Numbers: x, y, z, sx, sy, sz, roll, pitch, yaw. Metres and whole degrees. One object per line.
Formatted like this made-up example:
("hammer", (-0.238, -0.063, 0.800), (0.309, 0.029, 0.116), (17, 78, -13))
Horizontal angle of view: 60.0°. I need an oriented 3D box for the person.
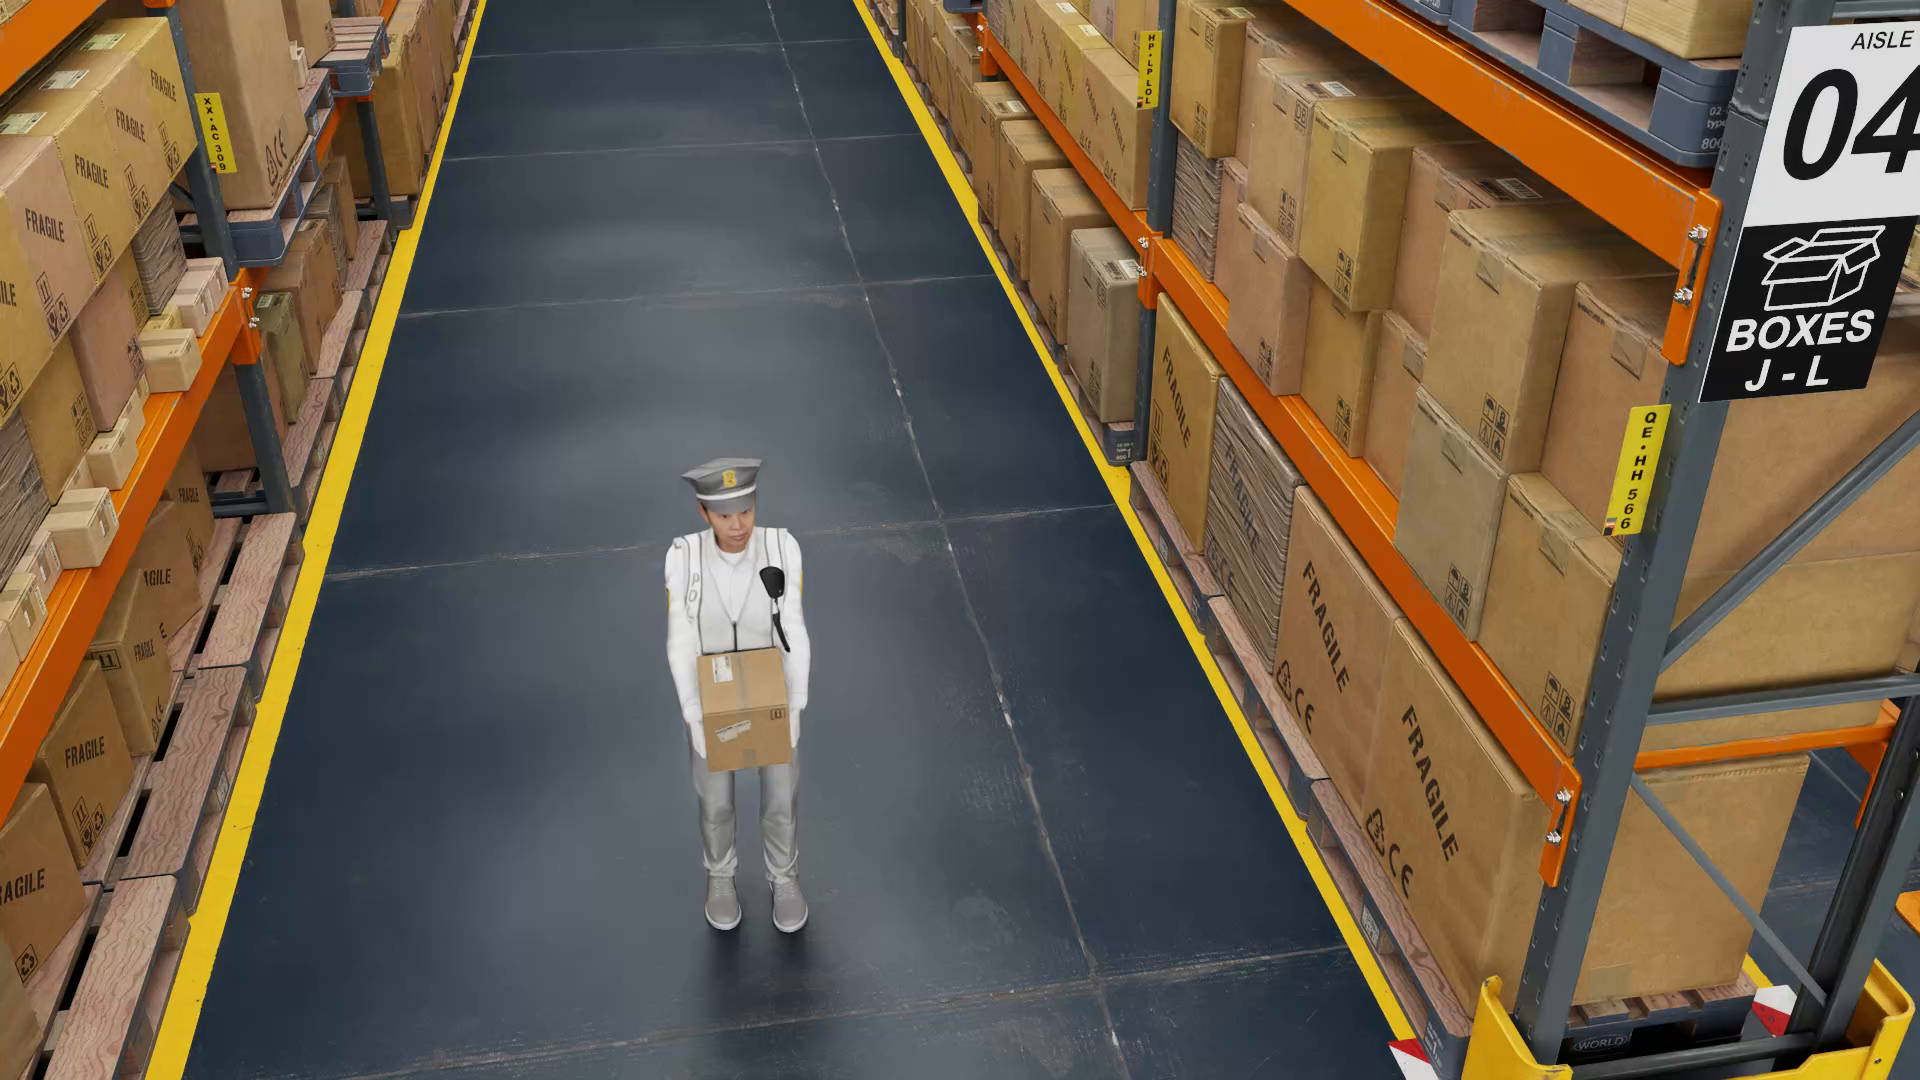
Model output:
("person", (-0.678, 0.533, 5.221), (0.433, 1.691, 0.516), (-6, 31, -10))
